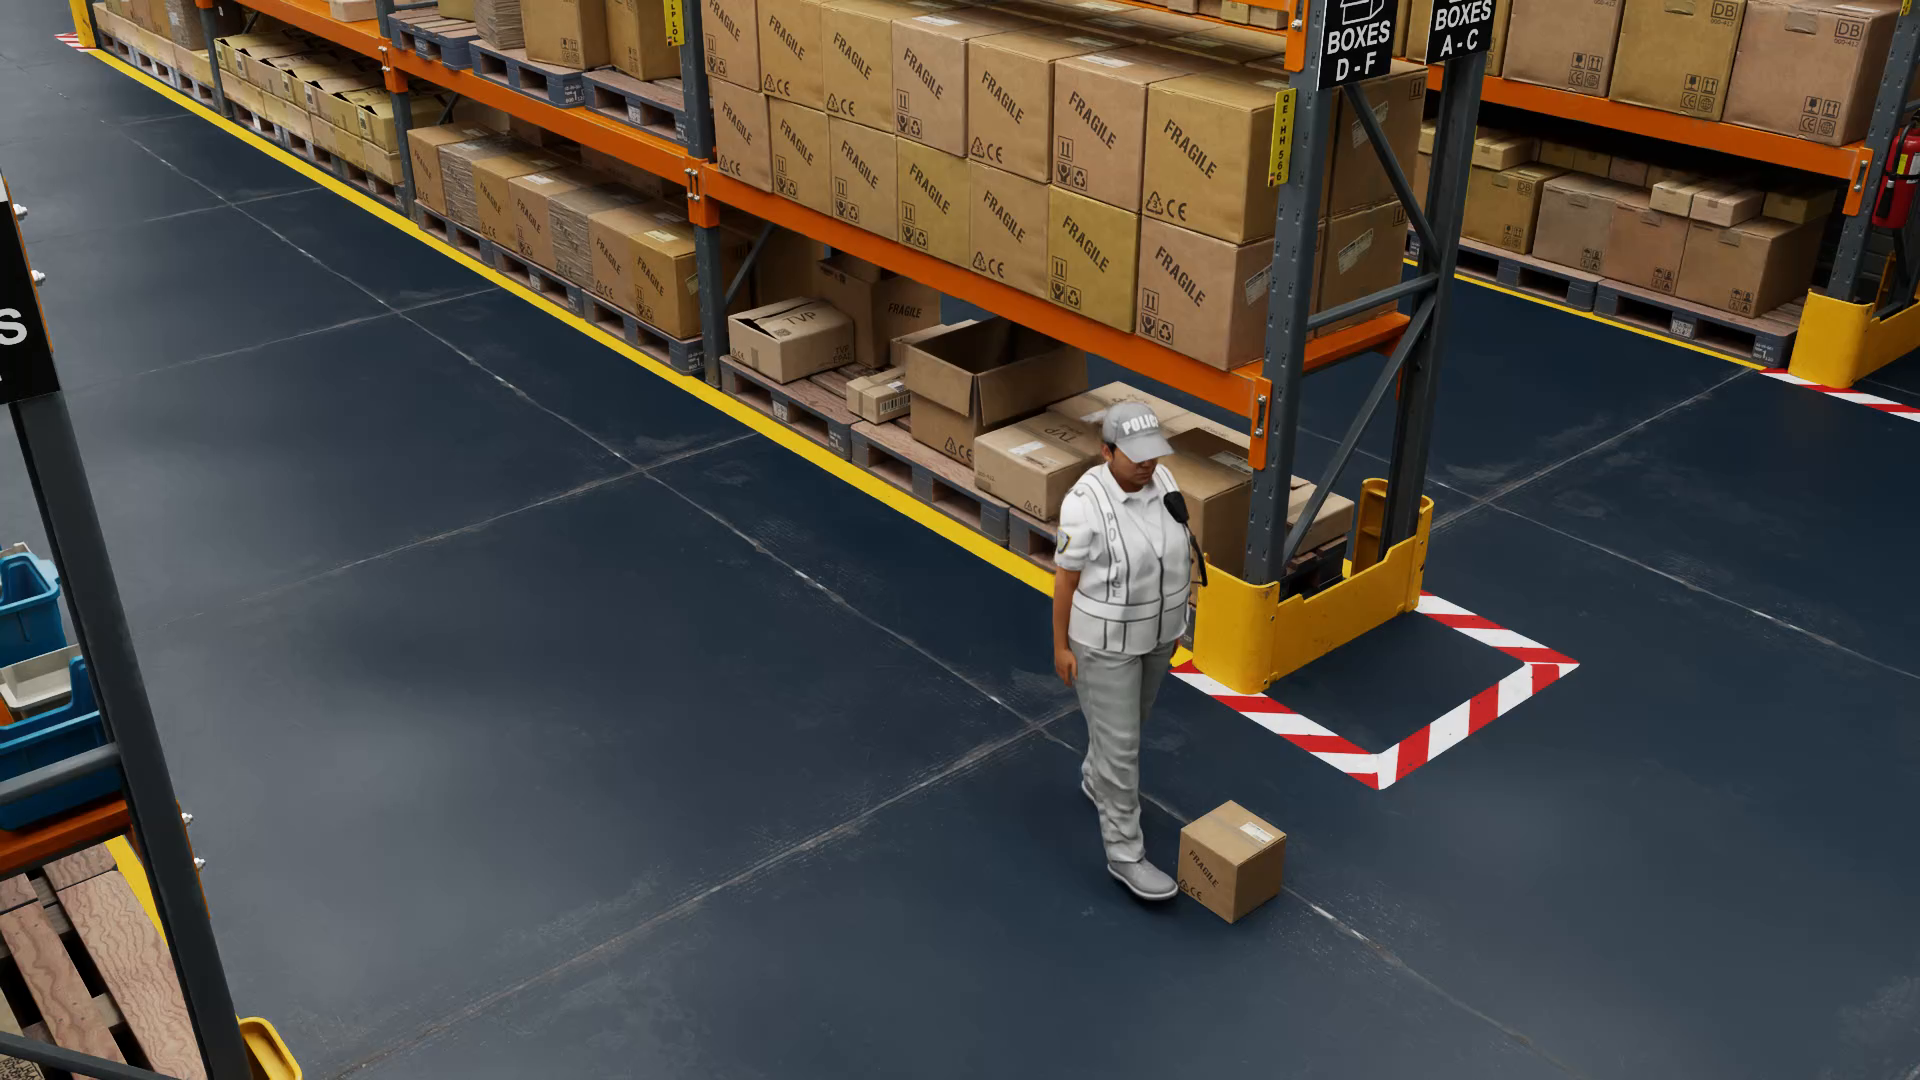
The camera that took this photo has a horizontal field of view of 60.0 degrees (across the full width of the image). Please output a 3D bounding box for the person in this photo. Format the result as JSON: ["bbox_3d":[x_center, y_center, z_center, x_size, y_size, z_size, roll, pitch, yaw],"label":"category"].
[{"bbox_3d":[0.605,0.346,5.474,0.487,1.651,0.697,-18,33,-30],"label":"person"}]
